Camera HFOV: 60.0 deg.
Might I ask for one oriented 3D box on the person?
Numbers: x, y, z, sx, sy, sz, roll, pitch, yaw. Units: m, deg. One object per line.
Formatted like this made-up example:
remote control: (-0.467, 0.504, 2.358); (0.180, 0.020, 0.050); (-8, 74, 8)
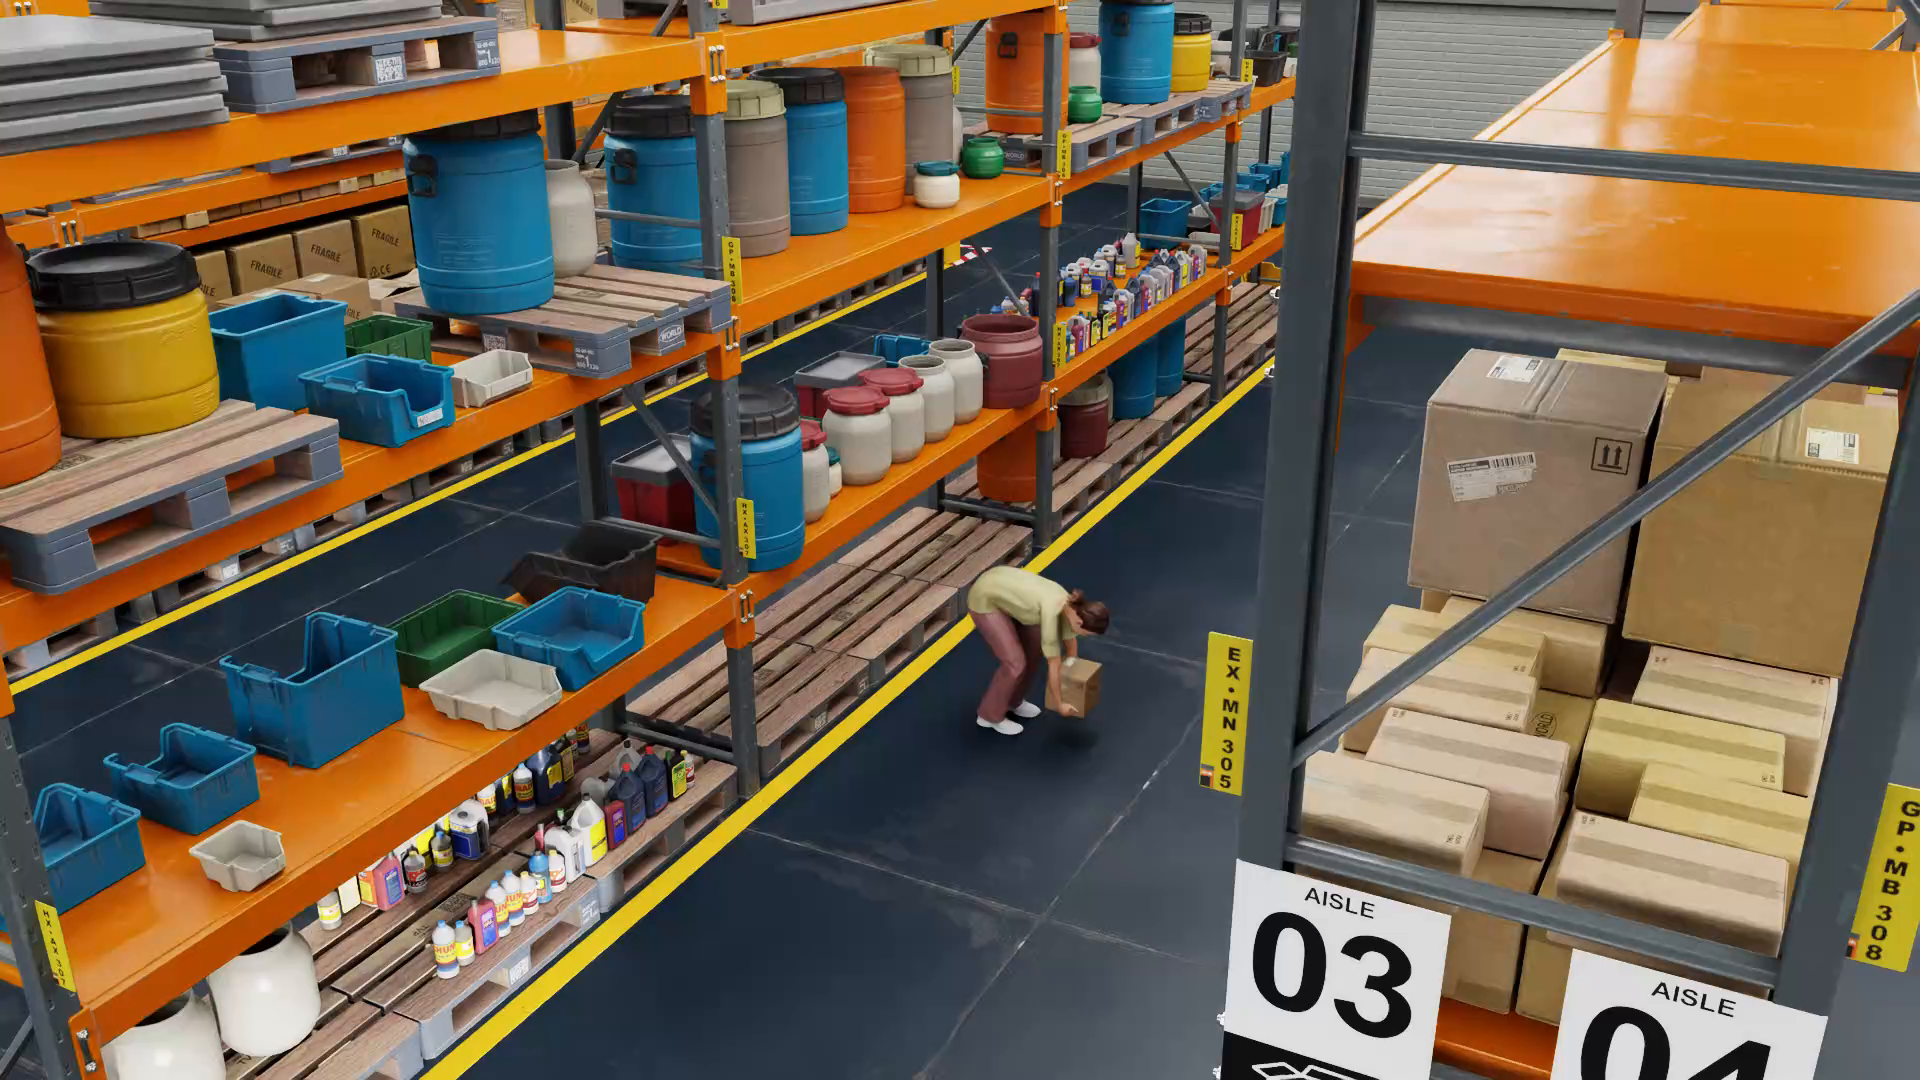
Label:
person: (0.466, 0.702, 9.884); (0.862, 0.934, 0.447); (10, 25, 22)
